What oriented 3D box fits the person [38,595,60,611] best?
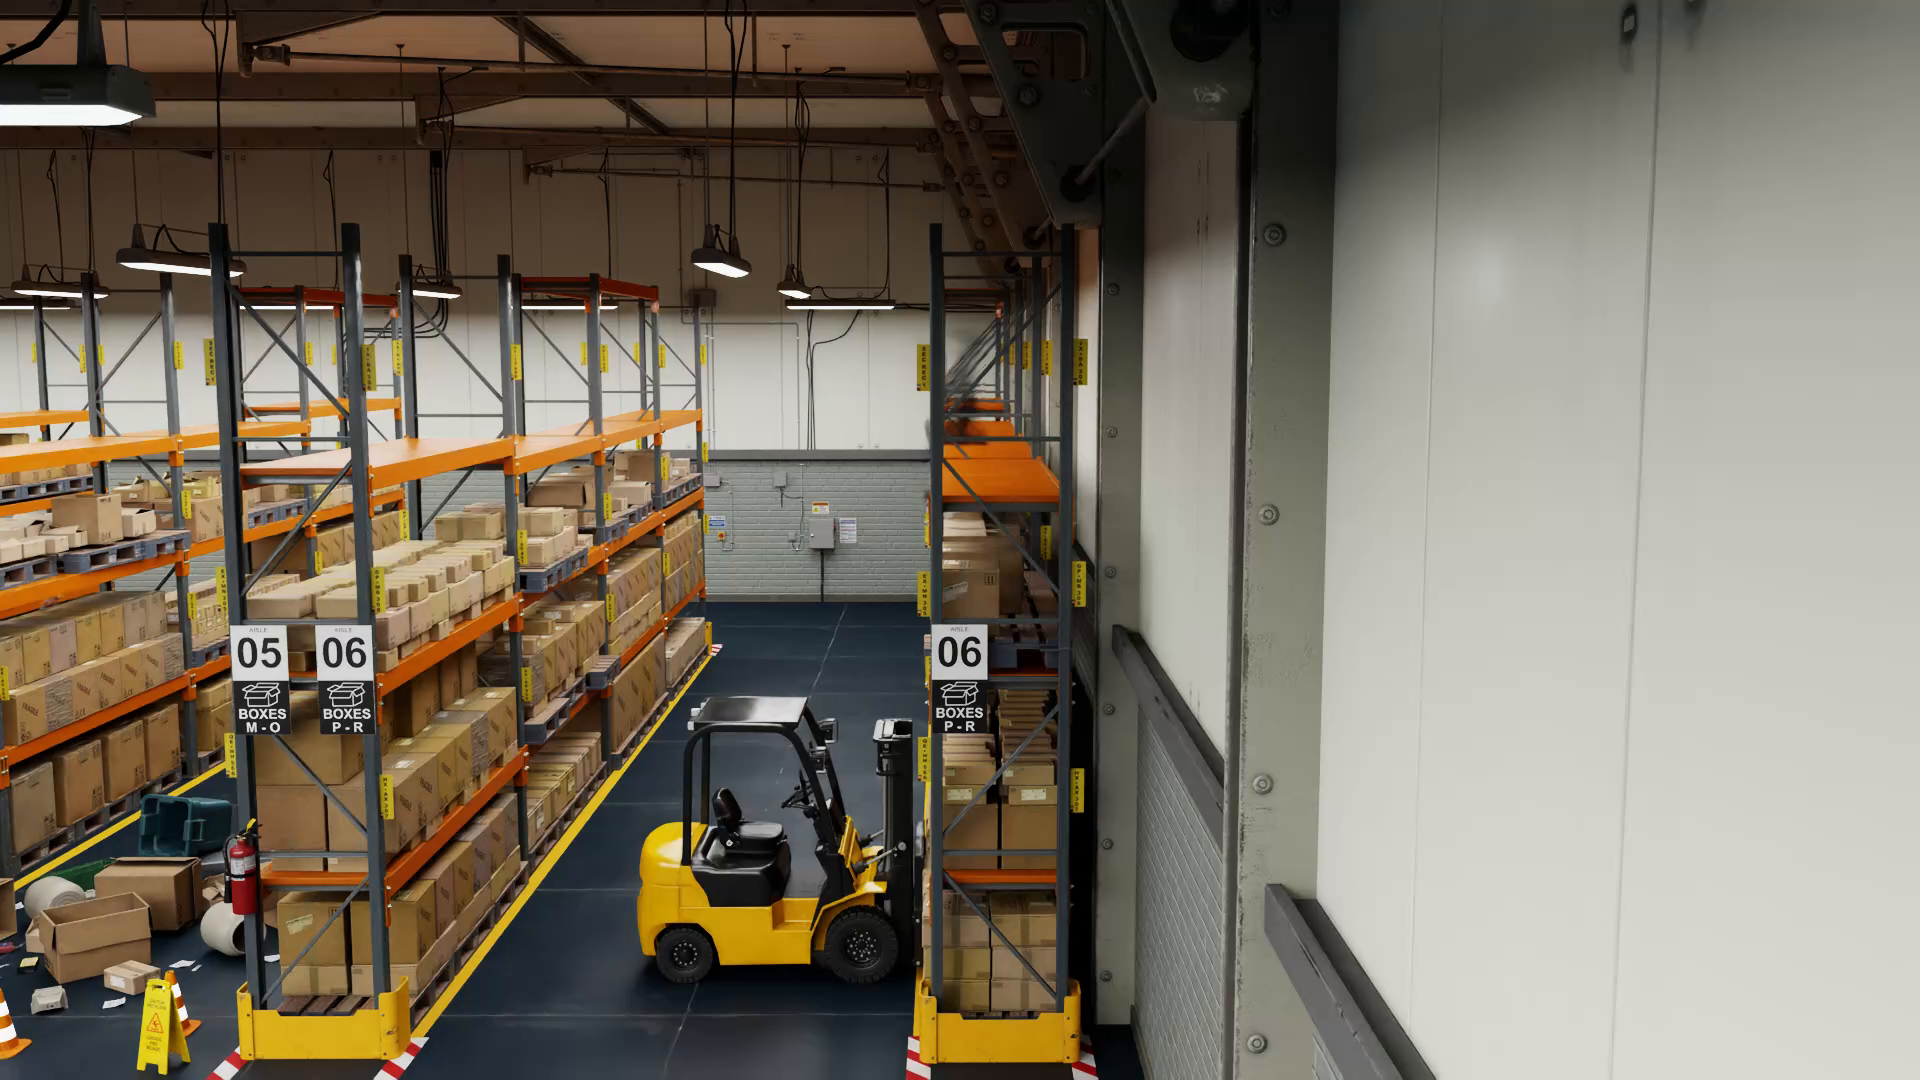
[{"bbox_3d":[-13.011,1.537,23.872,0.661,1.731,0.585,0,7,1],"label":"person"}]
